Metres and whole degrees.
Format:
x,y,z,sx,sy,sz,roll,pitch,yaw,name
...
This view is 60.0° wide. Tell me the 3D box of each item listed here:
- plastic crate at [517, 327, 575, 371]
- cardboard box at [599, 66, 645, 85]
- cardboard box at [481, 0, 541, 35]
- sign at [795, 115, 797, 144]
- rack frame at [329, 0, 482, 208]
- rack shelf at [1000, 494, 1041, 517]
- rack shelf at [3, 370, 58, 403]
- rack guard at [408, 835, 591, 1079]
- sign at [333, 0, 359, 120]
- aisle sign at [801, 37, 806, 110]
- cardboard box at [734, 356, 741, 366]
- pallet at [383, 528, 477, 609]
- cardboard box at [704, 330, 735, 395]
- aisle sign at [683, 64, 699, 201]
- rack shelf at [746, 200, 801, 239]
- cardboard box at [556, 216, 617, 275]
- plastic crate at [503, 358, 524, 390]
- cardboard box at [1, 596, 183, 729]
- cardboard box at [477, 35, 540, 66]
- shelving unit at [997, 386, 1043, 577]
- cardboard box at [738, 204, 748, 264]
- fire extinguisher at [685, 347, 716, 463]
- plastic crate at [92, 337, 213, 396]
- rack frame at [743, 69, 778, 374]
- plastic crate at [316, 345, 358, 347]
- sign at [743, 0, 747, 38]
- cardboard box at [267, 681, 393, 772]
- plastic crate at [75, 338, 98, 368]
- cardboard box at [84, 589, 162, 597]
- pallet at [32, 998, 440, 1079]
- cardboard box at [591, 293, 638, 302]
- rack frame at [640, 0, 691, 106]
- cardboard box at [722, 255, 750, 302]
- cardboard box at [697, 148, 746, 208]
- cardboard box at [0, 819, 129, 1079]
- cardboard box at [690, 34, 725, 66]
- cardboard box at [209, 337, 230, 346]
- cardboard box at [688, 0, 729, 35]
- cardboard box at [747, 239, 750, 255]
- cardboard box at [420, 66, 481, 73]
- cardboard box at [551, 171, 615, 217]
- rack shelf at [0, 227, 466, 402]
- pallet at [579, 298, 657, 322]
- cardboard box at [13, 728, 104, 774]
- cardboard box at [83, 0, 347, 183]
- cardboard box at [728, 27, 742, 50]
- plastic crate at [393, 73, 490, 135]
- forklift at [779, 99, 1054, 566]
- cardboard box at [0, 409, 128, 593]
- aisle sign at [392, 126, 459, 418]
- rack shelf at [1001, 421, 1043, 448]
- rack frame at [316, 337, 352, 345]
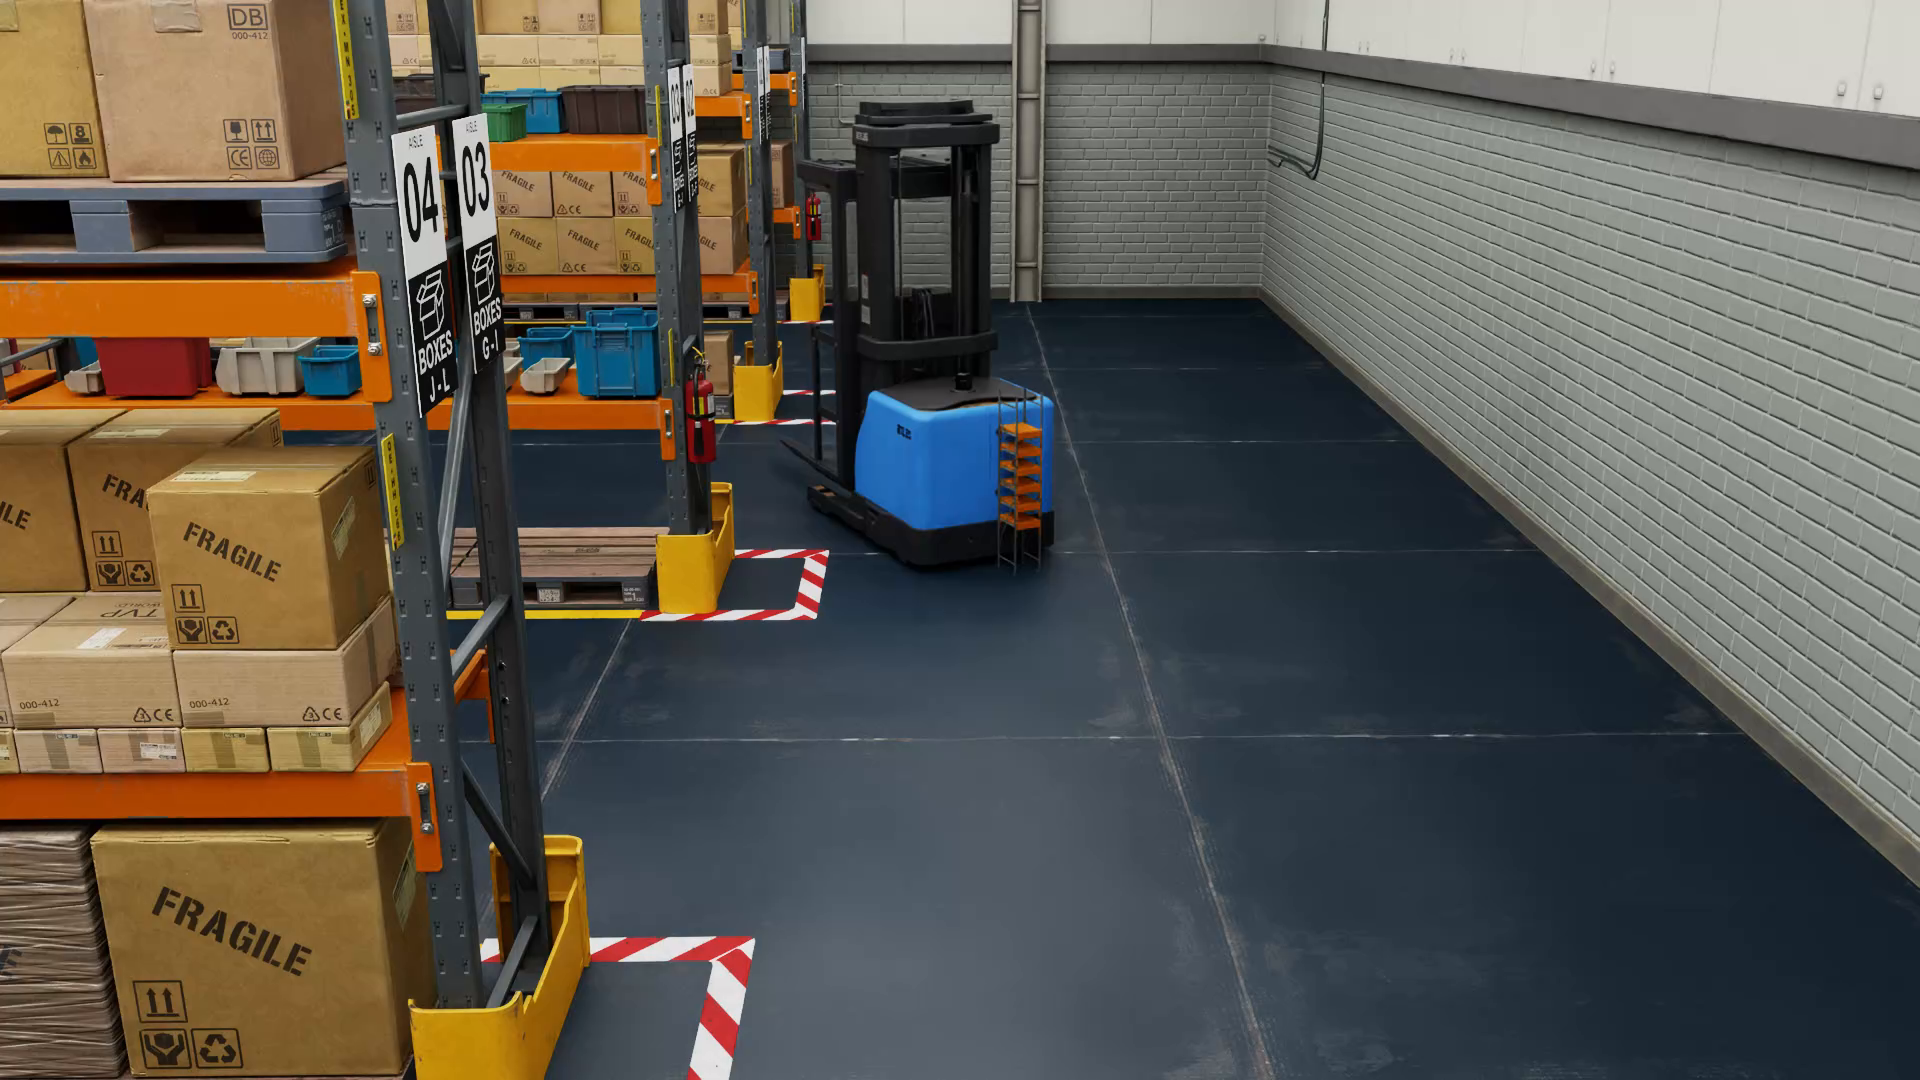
x,y,z,sx,sy,sz,roll,pitch,yaw,name
-2.613,-1.197,10.545,0.300,0.233,0.416,0,18,-1,plastic crate
-2.786,-3.940,14.253,0.500,0.250,0.500,0,18,-1,cardboard box
-3.791,-4.624,14.340,0.500,0.500,0.700,0,18,-1,cardboard box
-1.864,-4.676,18.931,0.005,0.325,0.100,0,18,-1,sign
-1.624,-2.496,4.596,0.127,3.000,1.000,0,18,-1,rack frame
0.386,-0.219,10.804,0.180,0.103,0.258,-9,20,-26,rack shelf
-7.702,-0.781,10.248,4.000,0.370,1.077,0,18,-1,rack shelf
-1.600,1.551,5.895,0.348,0.500,1.175,0,18,-1,rack guard
-1.630,-1.286,4.414,0.005,0.325,0.100,0,18,-1,sign
-1.782,-5.324,18.979,0.004,0.787,0.394,0,18,-1,aisle sign
-2.201,-1.620,15.634,0.250,0.149,0.380,0,18,-1,cardboard box
-3.744,0.173,10.663,1.213,0.211,1.003,0,18,-1,pallet
-2.317,-1.606,15.016,0.500,0.500,0.500,0,18,-1,cardboard box
-1.635,-2.481,10.115,0.004,0.787,0.394,0,18,-1,aisle sign
-3.859,-3.826,19.741,4.000,0.370,1.077,0,18,-1,rack shelf
-3.238,-2.623,14.650,0.500,0.500,0.500,0,18,0,cardboard box
-2.805,-0.999,10.084,0.243,0.136,0.396,0,18,-1,plastic crate
-2.612,0.376,5.223,0.500,0.250,0.500,-1,18,-2,cardboard box
-3.786,-4.171,14.157,0.500,0.250,0.500,0,18,-1,cardboard box
0.386,-0.376,10.754,0.189,1.200,0.258,-9,20,-26,shelving unit
-2.225,-2.791,15.173,0.500,0.500,0.500,0,18,0,cardboard box
-1.544,-0.800,9.867,0.183,0.674,0.296,0,18,-1,fire extinguisher
-4.805,-1.120,9.924,0.583,0.464,0.402,0,18,-1,plastic crate
-1.777,-2.665,14.944,0.127,3.000,1.000,0,18,-1,rack frame
-3.966,-1.136,10.512,0.466,0.136,0.293,0,18,-1,plastic crate
-1.788,-4.345,13.822,0.005,0.325,0.100,0,18,-1,sign
-1.975,0.583,5.232,0.250,0.149,0.380,0,18,0,cardboard box
-5.240,-1.260,10.493,0.575,0.384,0.392,0,18,-1,plastic crate
-2.628,0.215,5.726,0.500,0.250,0.500,0,18,-2,cardboard box
-2.422,1.716,5.852,1.213,0.211,1.003,0,18,-1,pallet
-4.093,-3.144,19.842,0.500,0.500,0.700,0,18,0,cardboard box
-1.702,-4.009,9.312,0.127,3.000,1.000,0,18,-1,rack frame
-2.557,-3.154,19.873,0.500,0.500,0.700,0,18,-1,cardboard box
-2.225,-3.267,15.021,0.500,0.500,0.500,0,18,1,cardboard box
-3.173,1.204,5.674,0.875,0.875,0.875,0,18,-1,cardboard box
-2.286,-4.180,14.182,0.500,0.250,0.500,0,18,-1,cardboard box
-6.760,-1.575,14.919,0.500,0.500,0.500,0,18,-1,cardboard box
-2.290,-4.610,14.295,0.500,0.500,0.700,0,18,-1,cardboard box
-2.435,-3.524,19.966,0.250,0.149,0.380,0,18,0,cardboard box
-4.286,-3.932,14.231,0.500,0.250,0.500,0,18,-1,cardboard box
-3.241,-3.096,14.487,0.500,0.500,0.500,0,18,1,cardboard box
-3.624,-0.715,5.134,4.000,0.370,1.077,0,18,-1,rack shelf
-3.874,-2.817,19.985,1.213,0.211,1.003,0,18,-1,pallet
-2.737,0.586,5.221,0.250,0.149,0.380,0,18,0,cardboard box
-2.143,-1.344,4.901,0.500,0.500,0.700,-1,18,-4,cardboard box
-2.587,-5.698,18.882,0.500,0.250,0.500,0,18,1,cardboard box
-3.234,-2.627,10.018,0.767,0.338,0.504,0,18,-1,plastic crate
-0.476,-1.635,11.845,1.130,2.935,3.031,-9,20,-25,forklift
-3.126,-0.140,5.604,0.500,0.500,0.500,-1,18,-2,cardboard box
-1.548,-0.786,4.831,0.004,0.787,0.394,0,18,-1,aisle sign
0.386,-0.676,10.658,0.180,0.103,0.258,-9,20,-26,rack shelf
-5.776,-2.646,14.884,0.127,3.000,1.000,0,18,-1,rack frame
